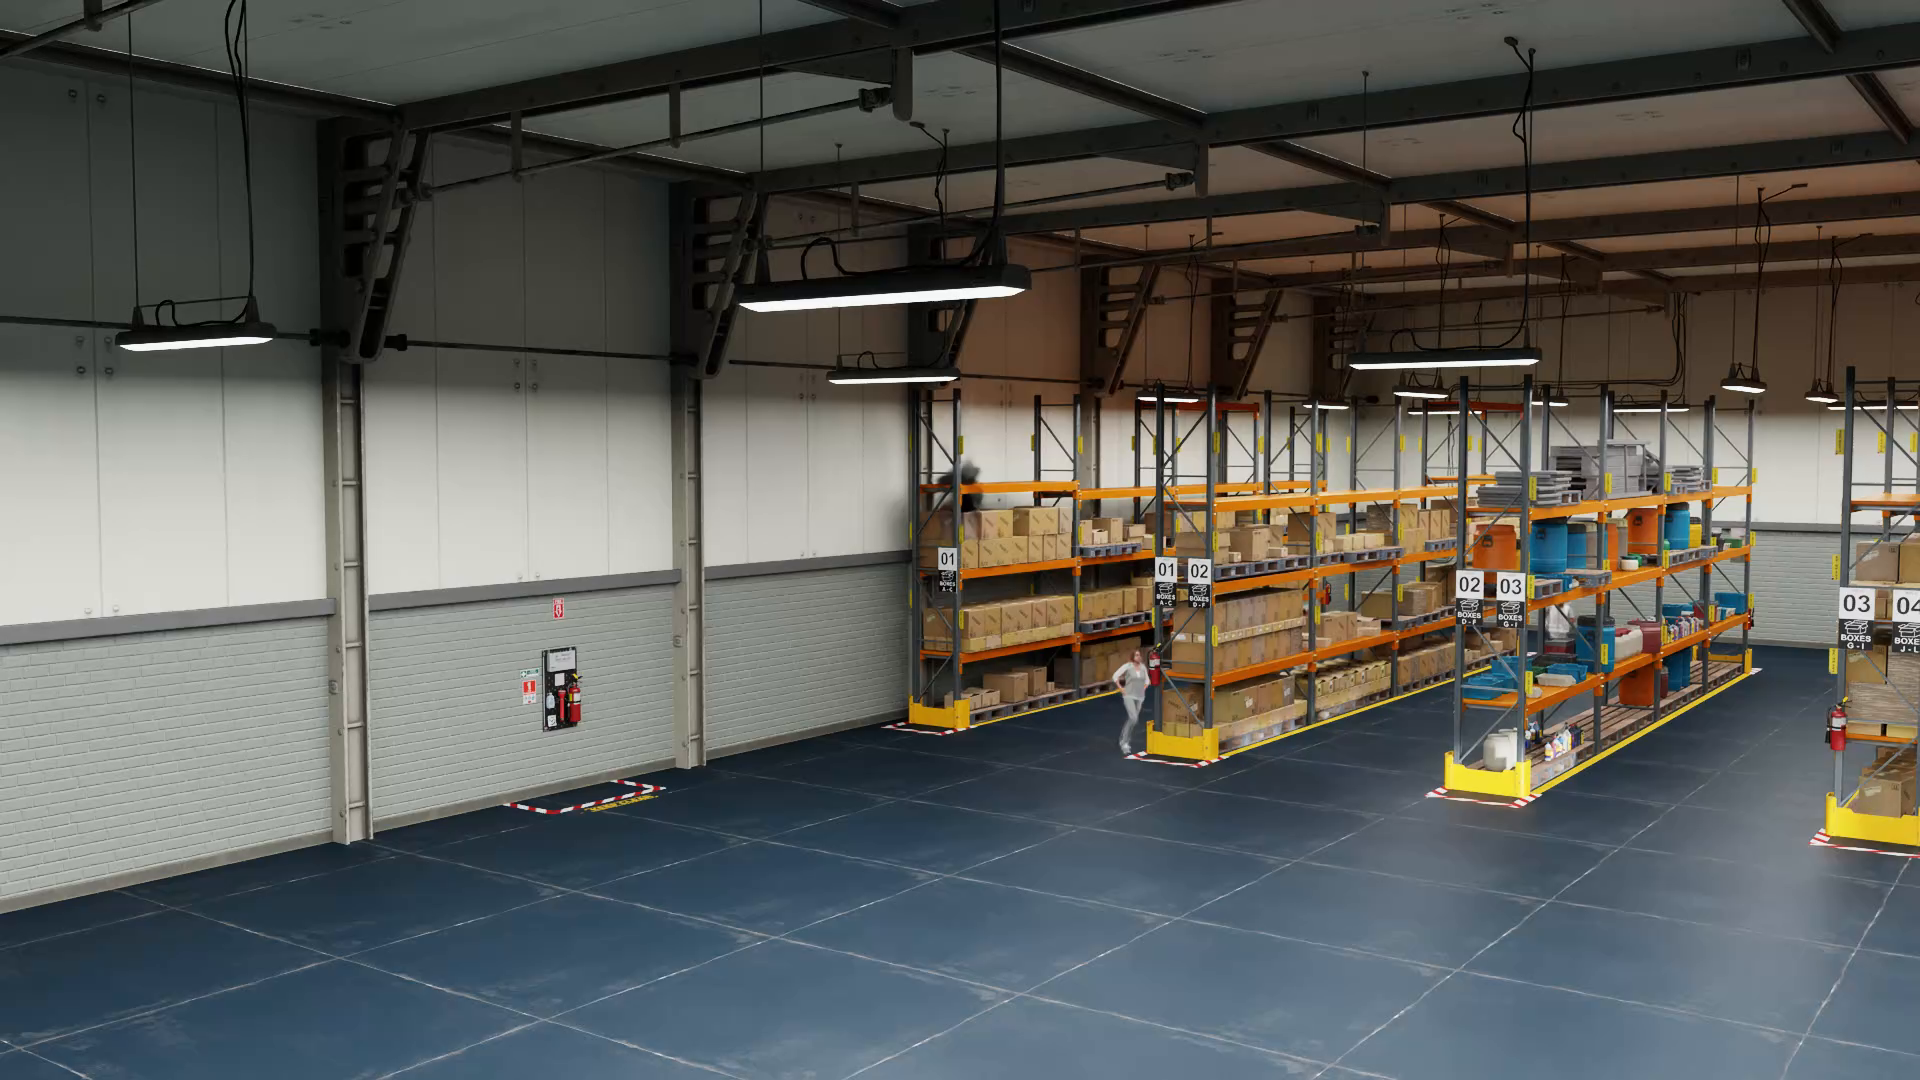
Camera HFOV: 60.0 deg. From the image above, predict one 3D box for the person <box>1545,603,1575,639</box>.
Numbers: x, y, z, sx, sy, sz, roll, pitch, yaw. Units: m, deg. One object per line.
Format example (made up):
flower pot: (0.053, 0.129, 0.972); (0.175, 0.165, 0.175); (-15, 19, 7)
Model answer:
person: (13.194, 2.036, 36.673); (0.685, 1.770, 0.881); (1, 4, 22)

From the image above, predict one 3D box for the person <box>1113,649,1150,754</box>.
person: (2.678, 2.461, 25.639); (0.568, 1.581, 0.534); (-1, 4, -23)

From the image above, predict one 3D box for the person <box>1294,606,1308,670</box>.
person: (6.948, 2.207, 33.753); (0.648, 1.737, 0.580); (2, 4, 30)
